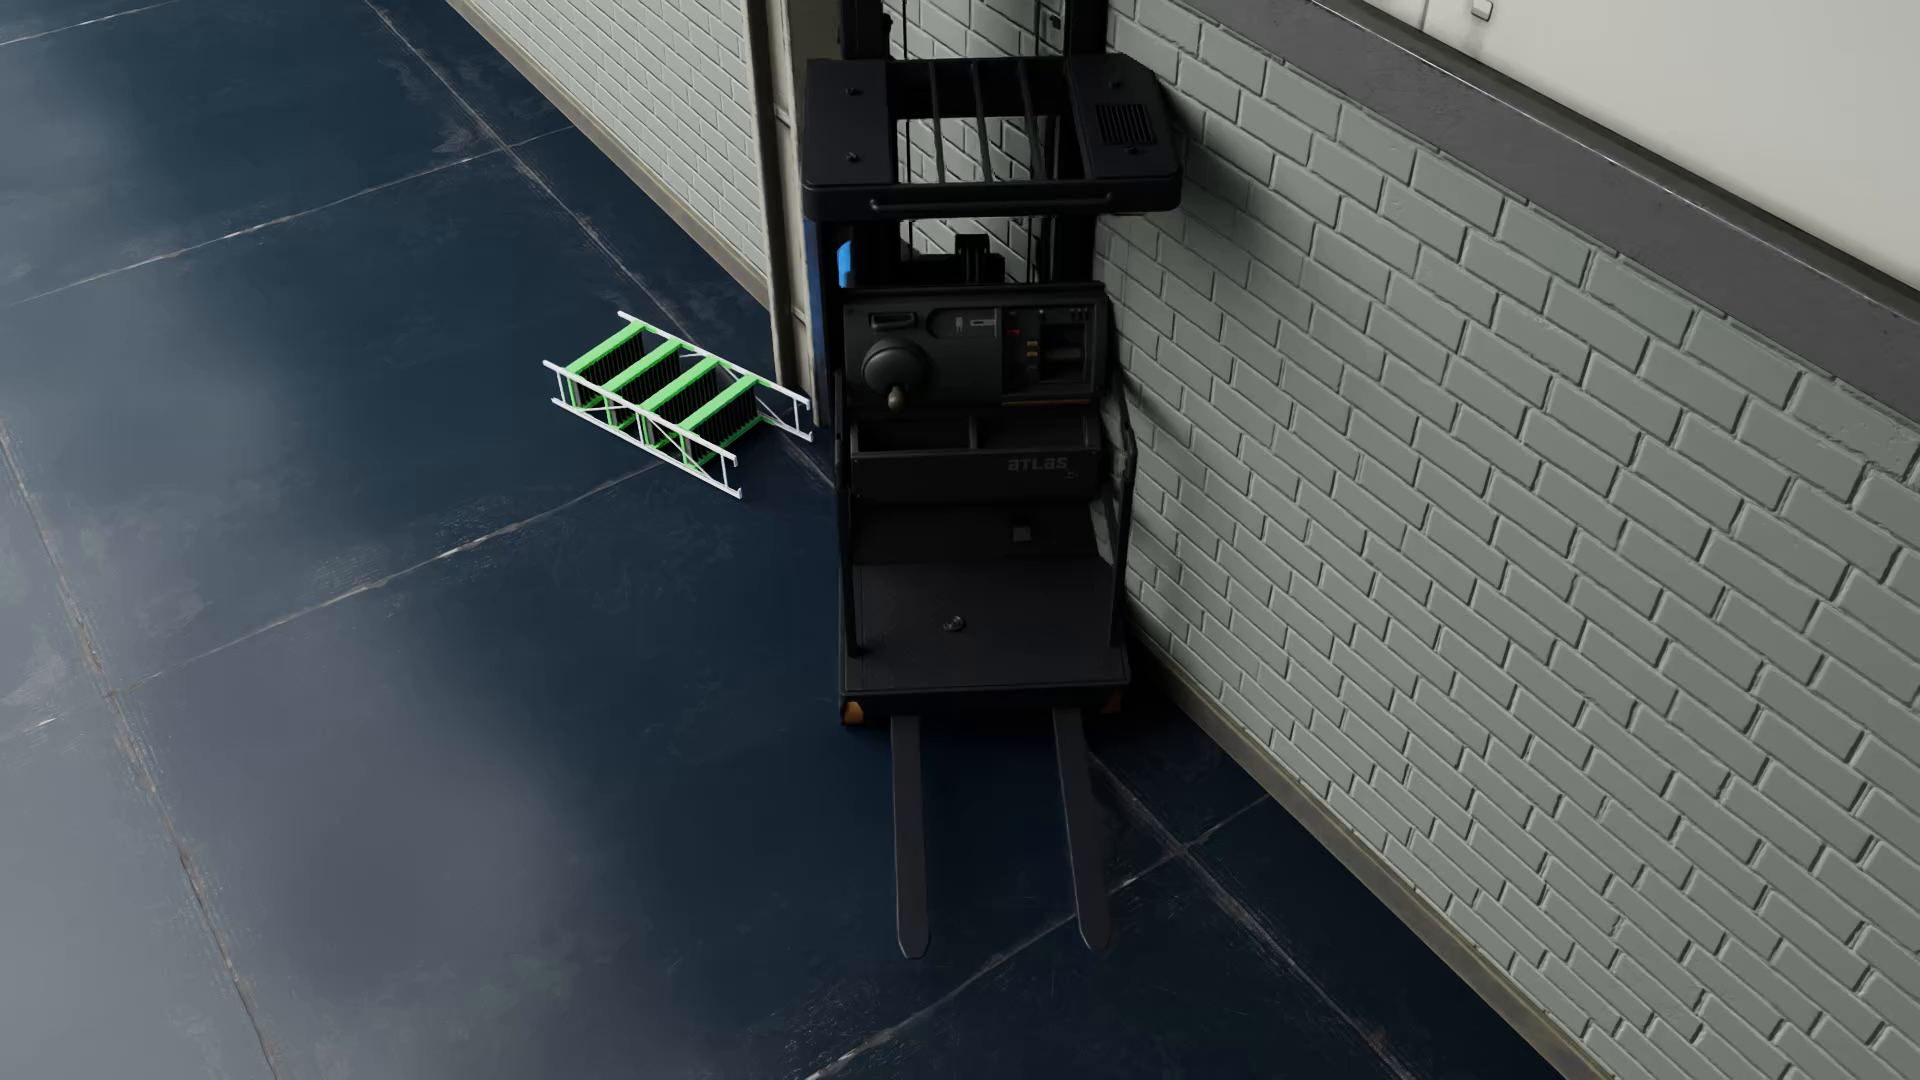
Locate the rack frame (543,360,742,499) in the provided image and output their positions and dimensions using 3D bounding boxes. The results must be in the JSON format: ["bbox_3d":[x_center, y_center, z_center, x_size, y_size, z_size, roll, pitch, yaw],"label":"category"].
[{"bbox_3d":[-1.456,-0.511,7.571,1.200,0.240,0.015,26,49,26],"label":"rack frame"}]

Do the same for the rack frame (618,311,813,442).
[{"bbox_3d":[-1.165,-0.780,7.856,1.200,0.240,0.015,26,49,26],"label":"rack frame"}]

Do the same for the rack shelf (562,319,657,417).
[{"bbox_3d":[-1.645,-0.810,7.898,0.148,0.258,0.480,26,49,26],"label":"rack shelf"}]

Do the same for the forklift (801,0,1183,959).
[{"bbox_3d":[0.072,-0.577,5.723,1.130,2.935,3.031,-2,44,-2],"label":"forklift"}]

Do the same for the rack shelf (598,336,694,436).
[{"bbox_3d":[-1.452,-0.715,7.792,0.148,0.258,0.480,26,49,26],"label":"rack shelf"}]

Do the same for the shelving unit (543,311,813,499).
[{"bbox_3d":[-1.310,-0.645,7.714,1.200,0.258,0.503,26,49,26],"label":"shelving unit"}]

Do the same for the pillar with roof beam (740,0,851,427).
[{"bbox_3d":[-4.178,-2.253,3.084,9.100,9.000,0.400,-26,49,-24],"label":"pillar with roof beam"}]

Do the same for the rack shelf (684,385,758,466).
[{"bbox_3d":[-1.089,-0.536,7.591,0.029,0.199,0.442,26,49,26],"label":"rack shelf"}]

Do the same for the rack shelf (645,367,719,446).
[{"bbox_3d":[-1.282,-0.631,7.698,0.029,0.199,0.442,26,49,26],"label":"rack shelf"}]
